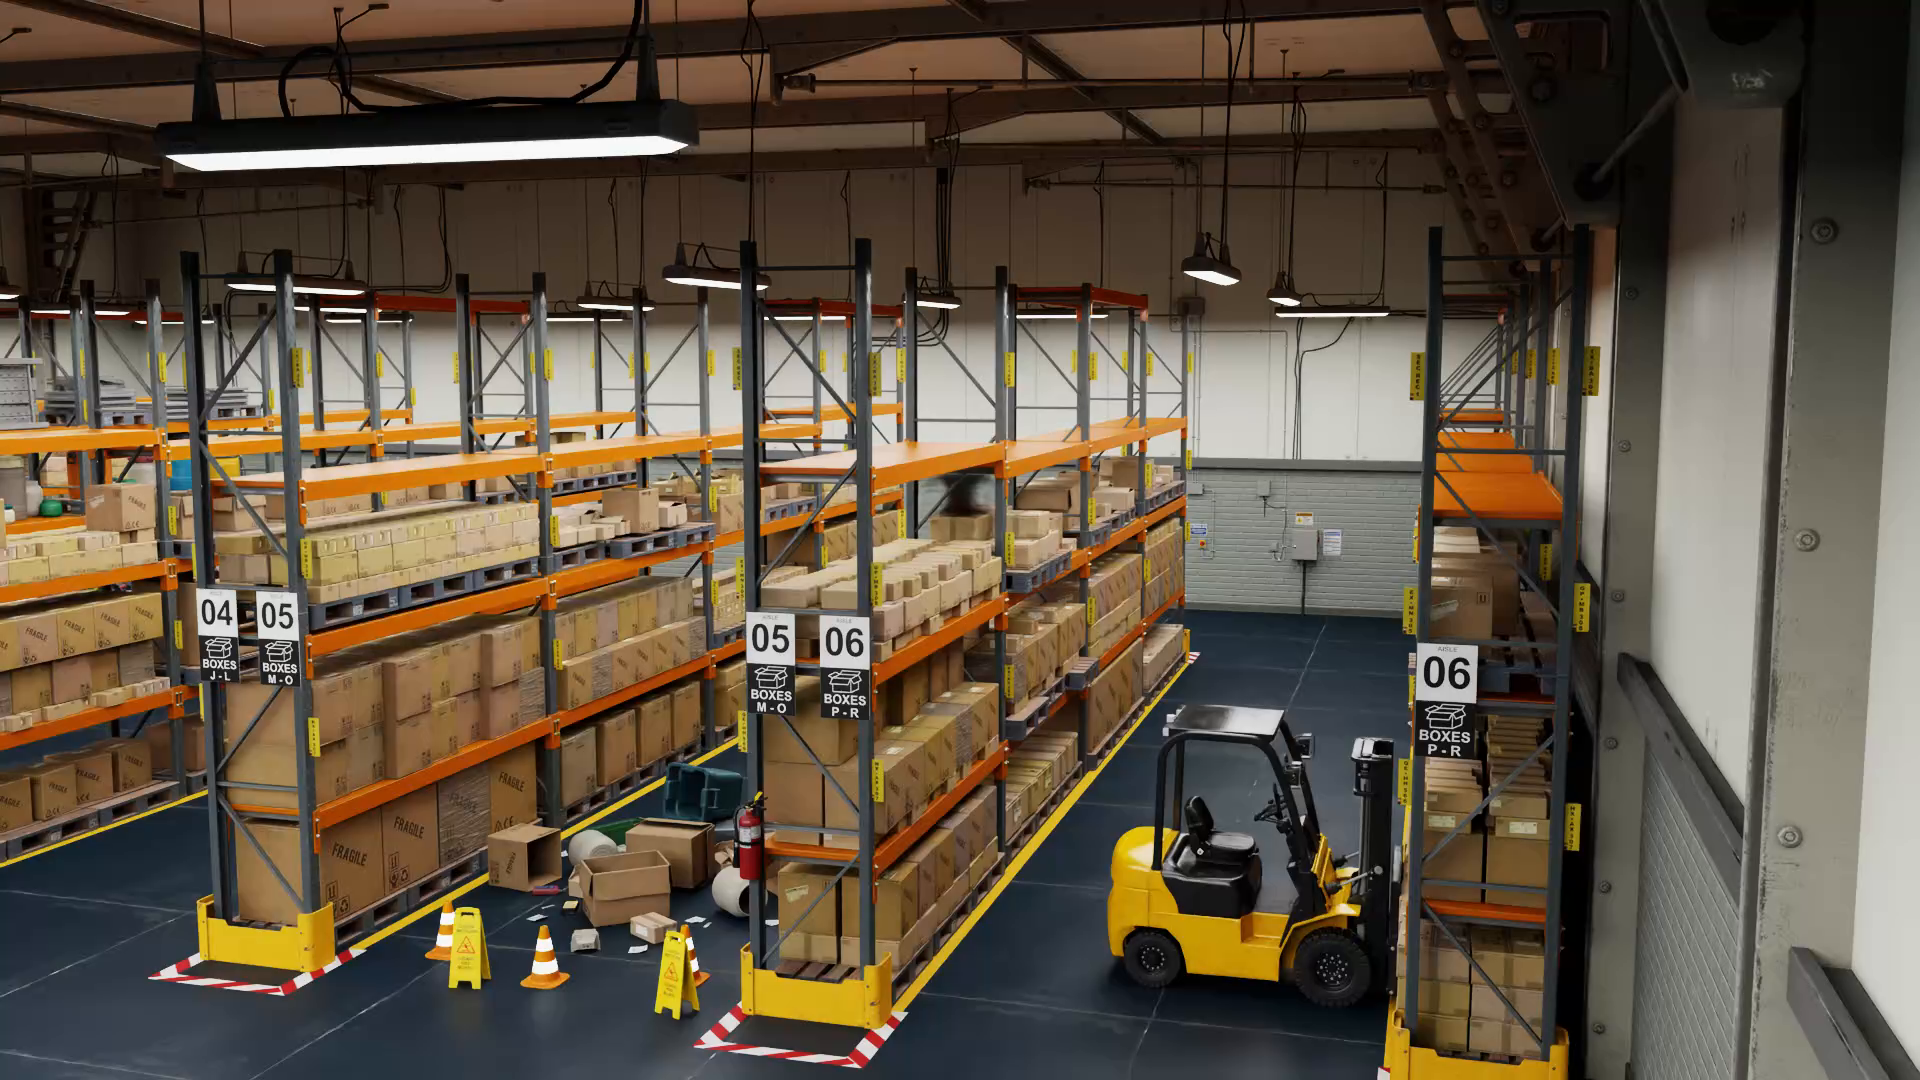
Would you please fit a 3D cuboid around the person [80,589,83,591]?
[{"bbox_3d":[-14.592,1.266,27.899,0.395,1.556,0.823,2,7,14],"label":"person"}]
